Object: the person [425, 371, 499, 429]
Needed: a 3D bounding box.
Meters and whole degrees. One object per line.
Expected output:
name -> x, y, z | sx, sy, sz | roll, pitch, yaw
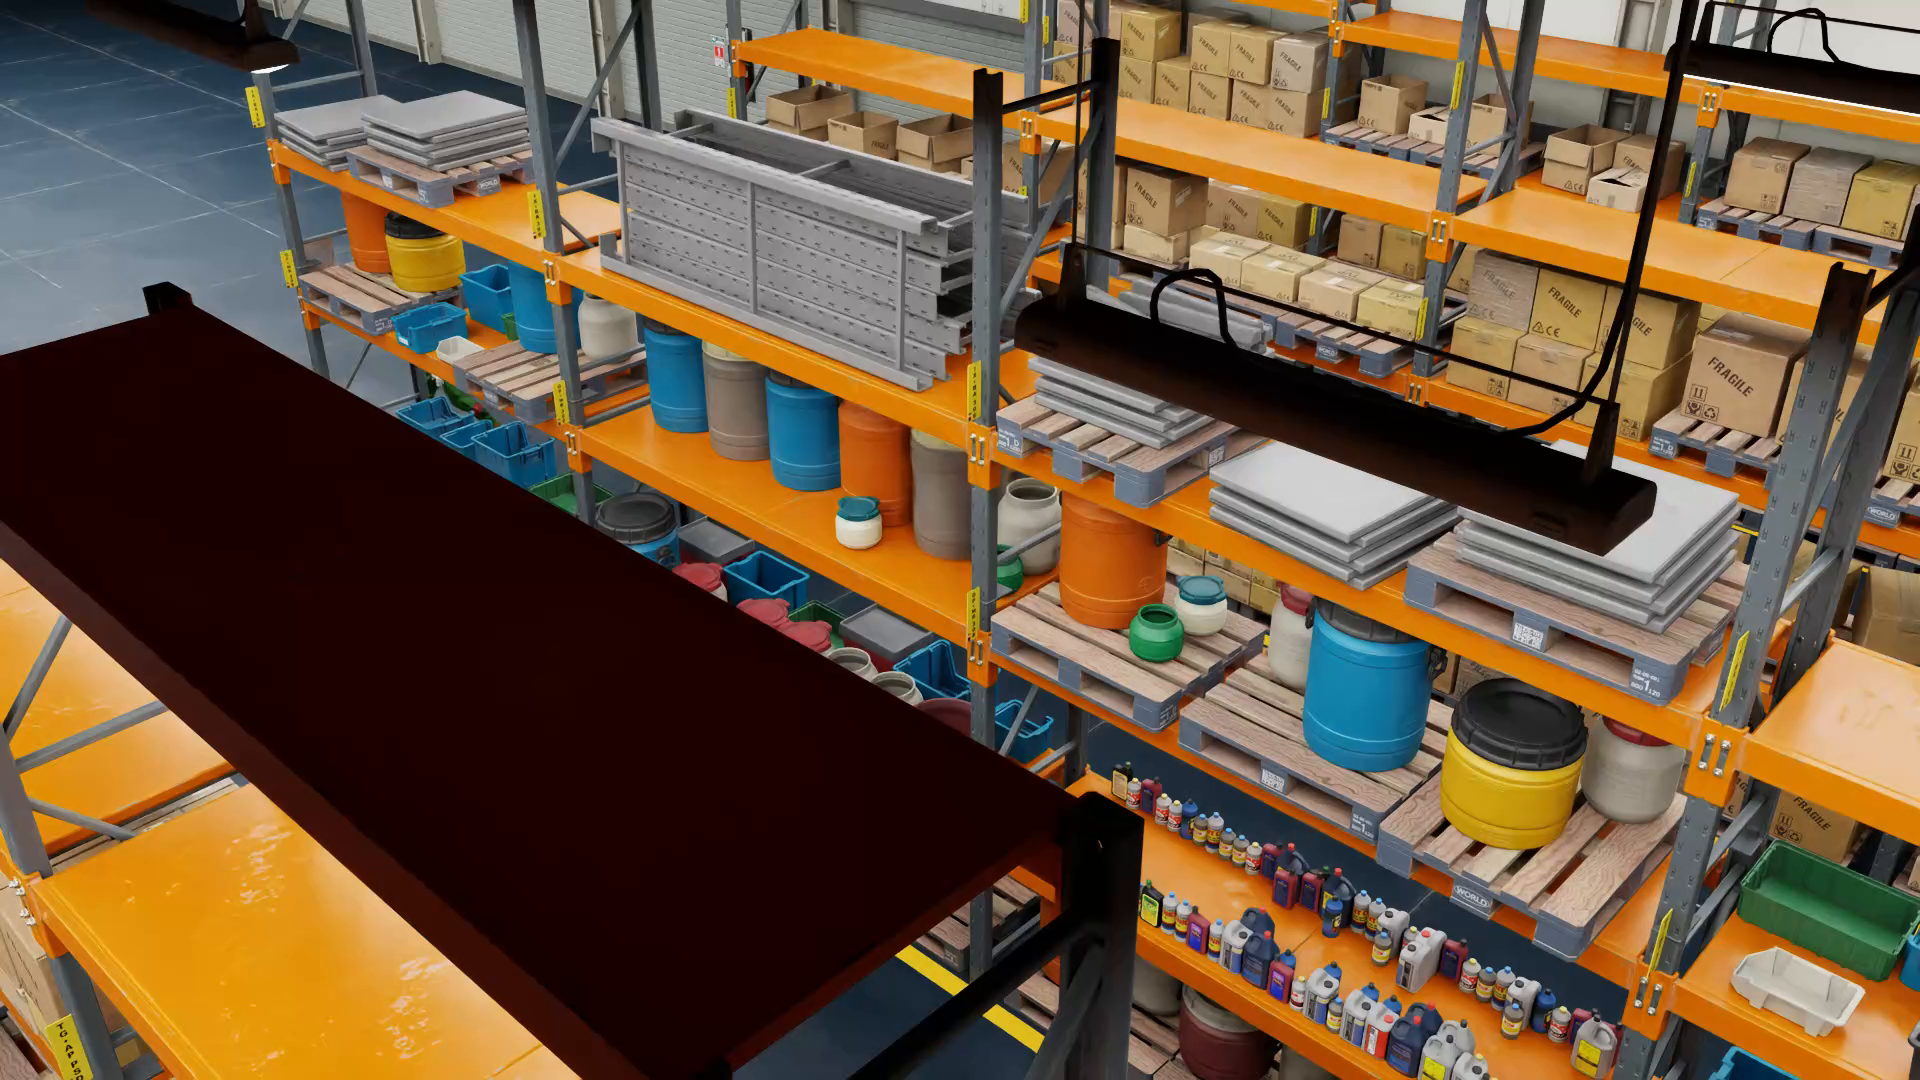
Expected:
person -> -5.545, -1.896, 17.835 | 0.915, 1.754, 0.547 | -13, 32, -22
